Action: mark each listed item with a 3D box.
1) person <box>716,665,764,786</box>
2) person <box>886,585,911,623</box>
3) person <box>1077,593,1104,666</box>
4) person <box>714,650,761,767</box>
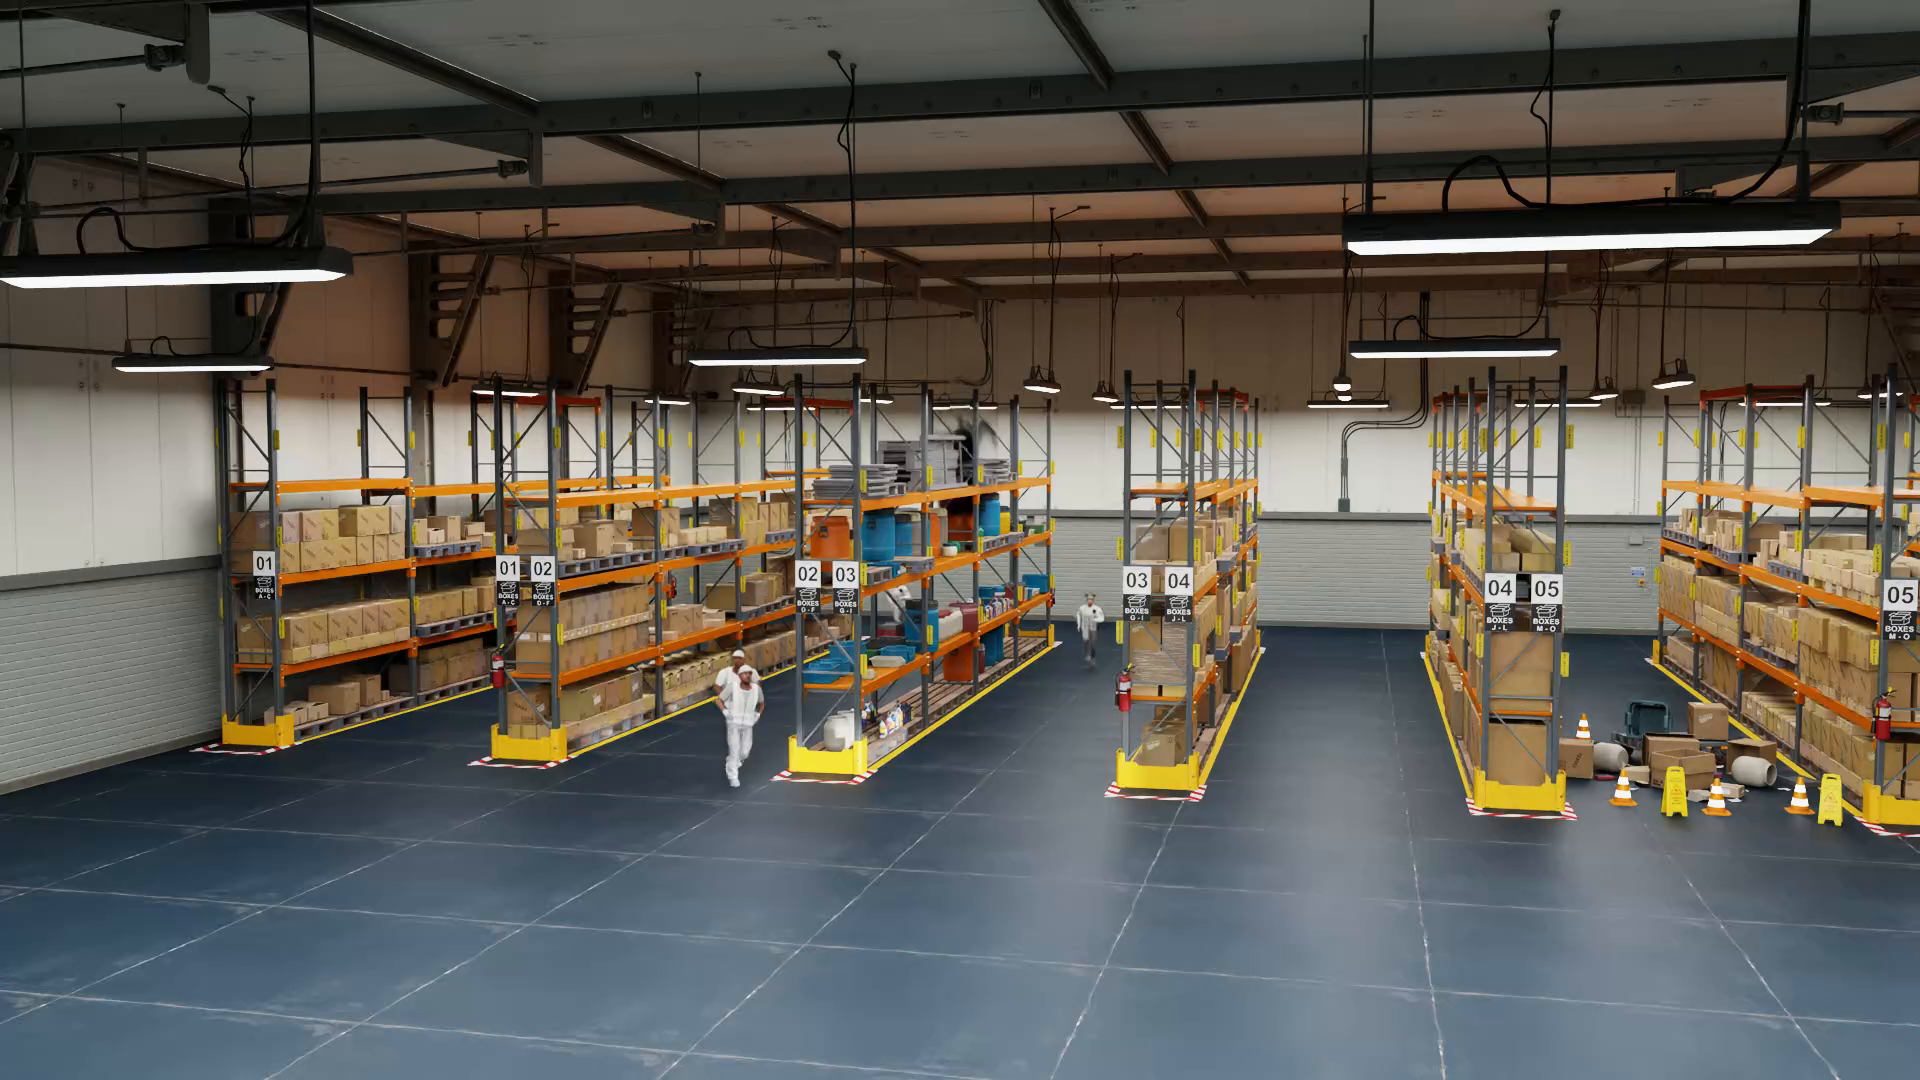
[{"bbox_3d":[-3.212,2.687,24.377,0.726,1.730,0.688,-1,4,-22],"label":"person"},{"bbox_3d":[-1.522,1.706,41.237,0.607,1.708,0.747,0,3,-3],"label":"person"},{"bbox_3d":[2.820,1.951,35.988,0.608,1.639,0.942,0,3,8],"label":"person"},{"bbox_3d":[-3.431,2.600,25.618,0.709,1.837,0.684,0,3,-4],"label":"person"}]
